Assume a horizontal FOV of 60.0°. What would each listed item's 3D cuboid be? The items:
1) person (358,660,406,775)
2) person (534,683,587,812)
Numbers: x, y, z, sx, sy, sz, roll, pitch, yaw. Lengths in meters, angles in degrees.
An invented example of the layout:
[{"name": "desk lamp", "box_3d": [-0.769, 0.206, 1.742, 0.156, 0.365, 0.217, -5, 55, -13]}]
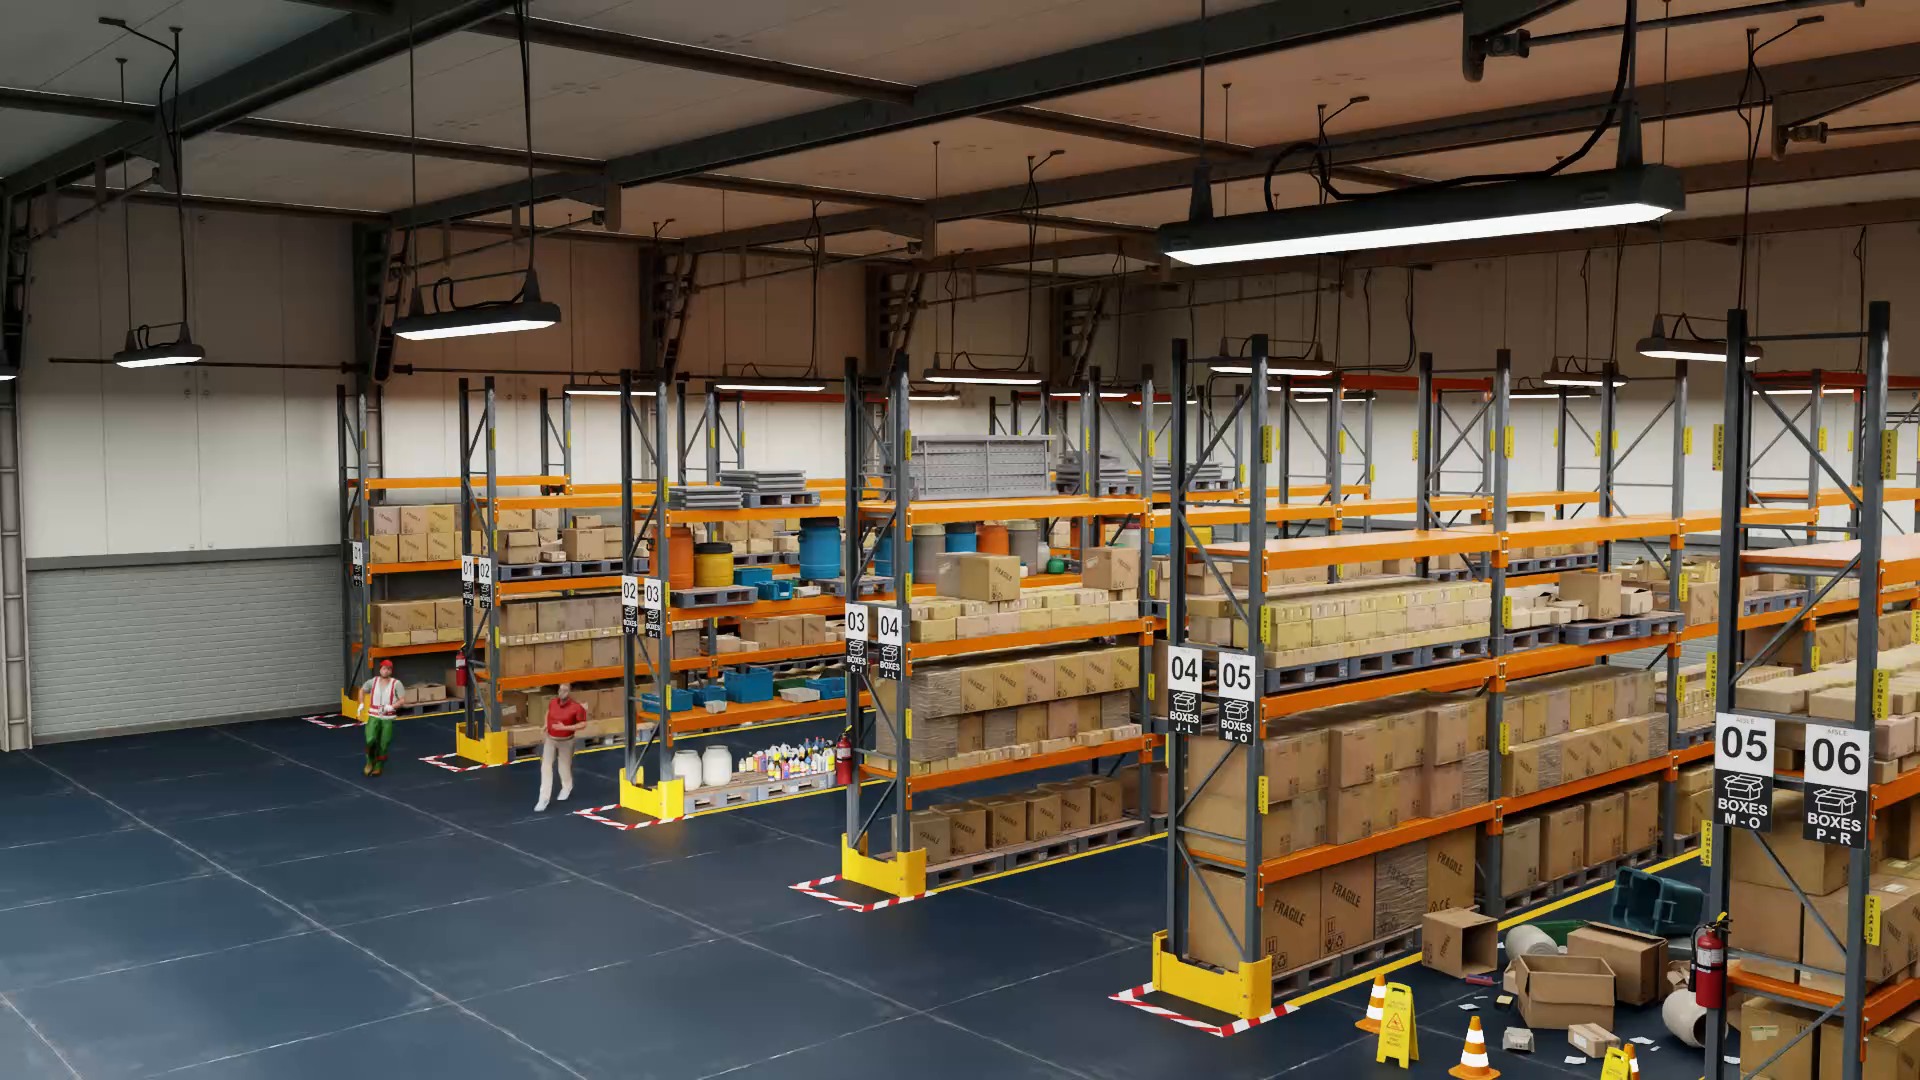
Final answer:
[{"name": "person", "box_3d": [-8.638, 2.658, 24.845, 0.702, 1.734, 0.594, -1, 4, -15]}, {"name": "person", "box_3d": [-5.435, 2.824, 22.902, 0.673, 1.750, 0.902, 1, 4, 10]}]
